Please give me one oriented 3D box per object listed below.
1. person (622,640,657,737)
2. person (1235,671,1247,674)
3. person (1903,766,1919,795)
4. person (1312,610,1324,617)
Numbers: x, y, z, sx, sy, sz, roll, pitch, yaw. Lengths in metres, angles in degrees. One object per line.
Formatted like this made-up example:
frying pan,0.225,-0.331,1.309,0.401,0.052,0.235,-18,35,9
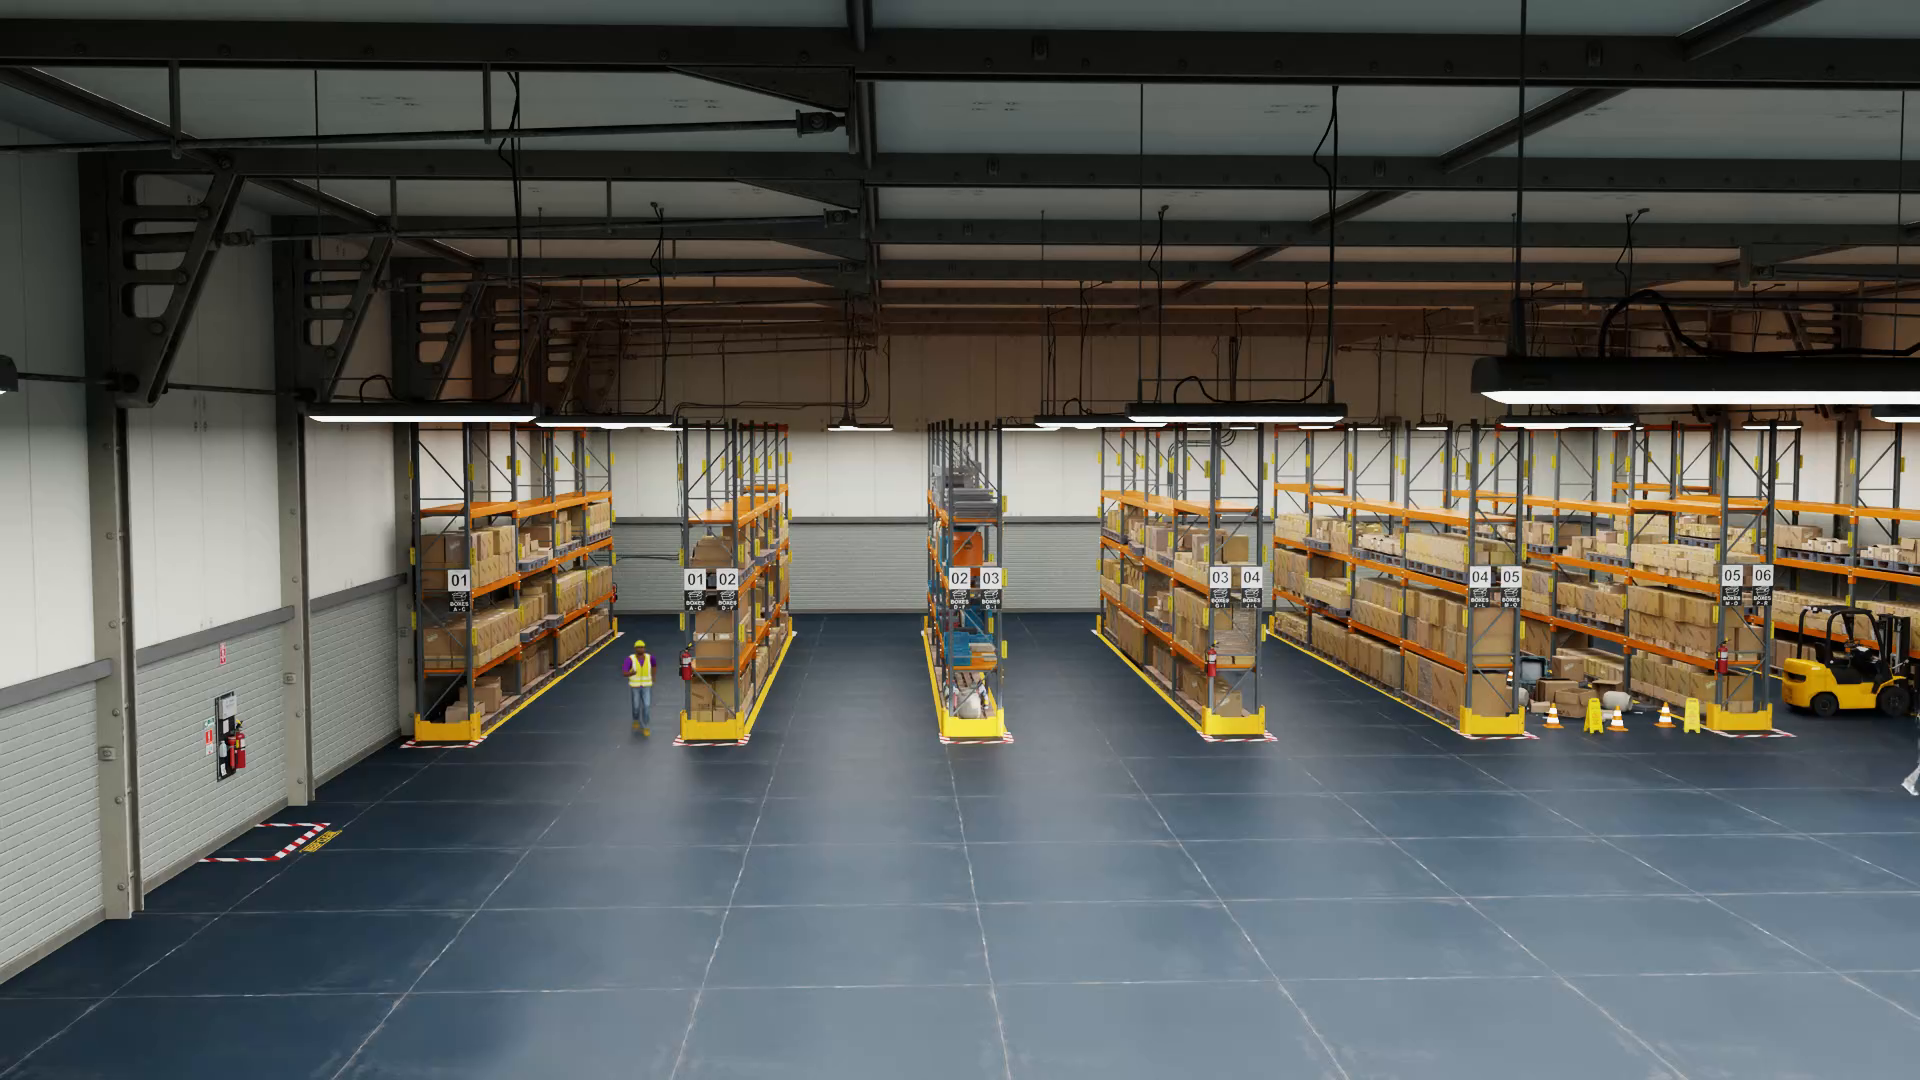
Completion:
person,-6.070,2.789,31.541,0.678,1.779,0.894,-1,4,-18
person,6.703,2.382,39.552,0.587,1.640,0.610,0,4,-7
person,15.174,3.244,25.928,0.794,1.631,0.544,3,5,40
person,10.345,1.708,48.675,0.712,1.770,0.915,-3,5,-41
